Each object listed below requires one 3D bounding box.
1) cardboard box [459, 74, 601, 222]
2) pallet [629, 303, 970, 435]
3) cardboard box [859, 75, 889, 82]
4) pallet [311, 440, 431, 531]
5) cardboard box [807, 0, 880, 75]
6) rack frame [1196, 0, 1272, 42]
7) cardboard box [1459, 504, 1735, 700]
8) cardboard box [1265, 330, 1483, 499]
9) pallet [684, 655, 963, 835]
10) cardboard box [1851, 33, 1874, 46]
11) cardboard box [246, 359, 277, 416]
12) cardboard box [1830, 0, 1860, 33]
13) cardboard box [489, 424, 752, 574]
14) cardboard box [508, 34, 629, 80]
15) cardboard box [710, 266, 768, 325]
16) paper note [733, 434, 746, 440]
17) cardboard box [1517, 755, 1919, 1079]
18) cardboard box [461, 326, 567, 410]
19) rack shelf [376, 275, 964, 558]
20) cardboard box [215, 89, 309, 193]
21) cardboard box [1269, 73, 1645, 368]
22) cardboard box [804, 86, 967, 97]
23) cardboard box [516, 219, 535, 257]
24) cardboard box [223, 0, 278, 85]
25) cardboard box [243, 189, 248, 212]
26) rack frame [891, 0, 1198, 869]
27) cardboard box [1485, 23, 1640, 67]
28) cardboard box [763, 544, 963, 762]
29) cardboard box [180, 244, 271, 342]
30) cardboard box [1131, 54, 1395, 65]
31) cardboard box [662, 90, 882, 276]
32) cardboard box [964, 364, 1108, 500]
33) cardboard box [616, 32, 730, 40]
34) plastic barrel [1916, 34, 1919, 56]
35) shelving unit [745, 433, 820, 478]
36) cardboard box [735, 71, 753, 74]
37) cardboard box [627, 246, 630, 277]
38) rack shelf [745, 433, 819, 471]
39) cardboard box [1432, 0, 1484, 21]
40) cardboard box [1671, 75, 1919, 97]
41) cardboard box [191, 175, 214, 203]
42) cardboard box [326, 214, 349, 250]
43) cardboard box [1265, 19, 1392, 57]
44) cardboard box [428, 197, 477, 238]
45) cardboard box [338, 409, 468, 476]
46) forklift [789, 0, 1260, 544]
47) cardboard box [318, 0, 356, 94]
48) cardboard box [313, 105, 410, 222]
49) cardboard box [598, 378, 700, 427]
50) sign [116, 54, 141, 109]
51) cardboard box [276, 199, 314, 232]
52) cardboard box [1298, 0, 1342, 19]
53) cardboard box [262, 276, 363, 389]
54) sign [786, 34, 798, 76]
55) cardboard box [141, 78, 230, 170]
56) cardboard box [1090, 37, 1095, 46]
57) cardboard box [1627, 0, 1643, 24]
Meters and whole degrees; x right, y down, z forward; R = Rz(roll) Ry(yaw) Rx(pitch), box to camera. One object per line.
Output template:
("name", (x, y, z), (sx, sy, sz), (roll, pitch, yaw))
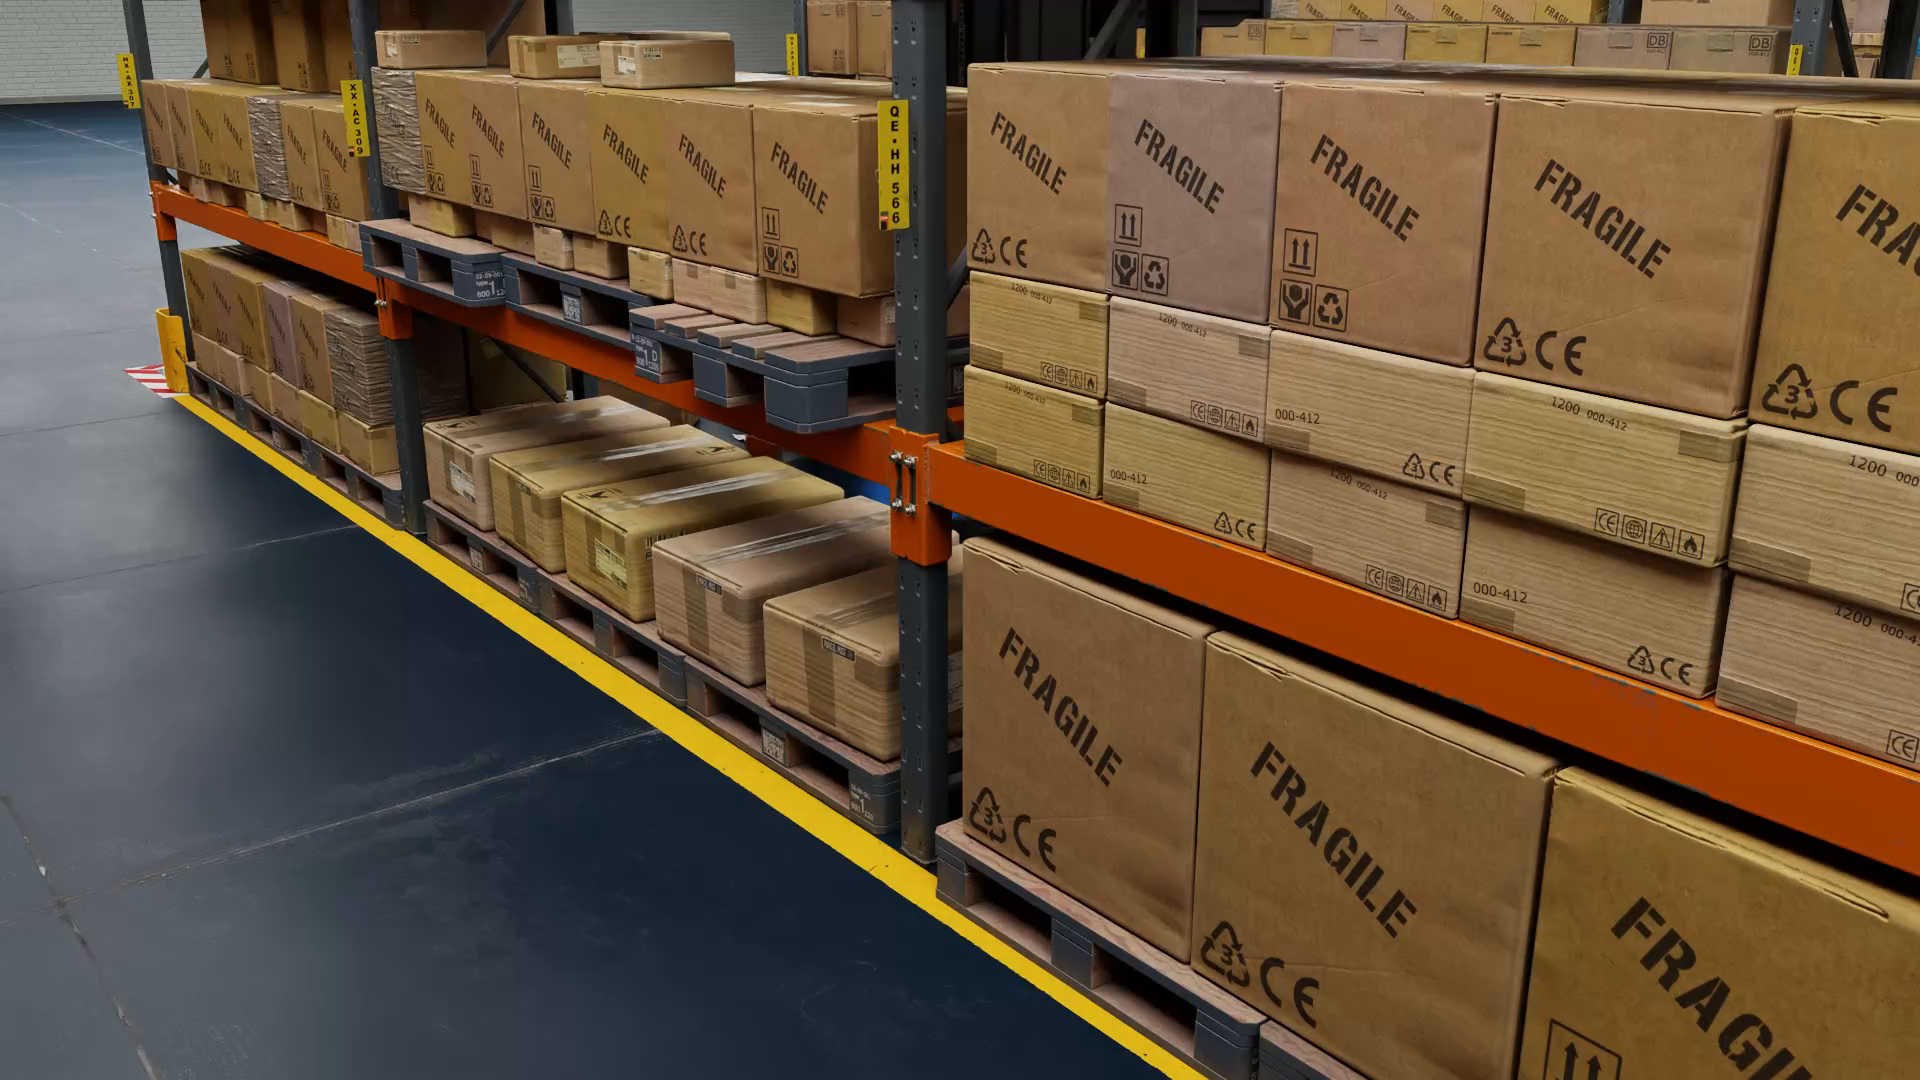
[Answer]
("cardboard box", (-1.558, -1.518, 6.374), (0.500, 0.500, 0.500), (-14, 23, -36))
("pallet", (-0.275, -0.627, 5.290), (1.213, 0.211, 1.003), (-14, 23, -36))
("cardboard box", (-0.274, -3.383, 13.069), (0.875, 0.550, 0.550), (-14, 23, -36))
("pallet", (-2.677, -0.384, 8.686), (1.003, 0.211, 1.213), (-14, 23, -36))
("cardboard box", (-0.698, -4.010, 13.246), (0.875, 0.550, 0.550), (-14, 23, -36))
("rack frame", (1.585, -2.540, 10.761), (1.000, 3.000, 0.127), (-14, 23, -36))
("cardboard box", (1.321, 0.052, 3.172), (0.500, 0.250, 0.500), (-14, 23, -36))
("cardboard box", (0.992, -0.304, 3.451), (0.500, 0.250, 0.500), (-14, 23, -36))
("pallet", (-0.233, 0.568, 5.813), (1.003, 0.211, 1.213), (-14, 23, -36))
("cardboard box", (11.538, -6.364, 21.119), (0.380, 0.149, 0.250), (-15, 23, -38))
("cardboard box", (-3.772, -0.917, 9.565), (0.500, 0.250, 0.500), (-12, 22, -32))
("cardboard box", (11.464, -6.806, 21.420), (0.700, 0.500, 0.500), (-15, 23, -38))
("cardboard box", (-1.456, -0.196, 7.194), (0.950, 0.372, 0.625), (-12, 22, -33))
("cardboard box", (-1.462, -1.812, 6.232), (0.380, 0.149, 0.250), (-12, 22, -33))
("cardboard box", (-0.551, -0.784, 5.188), (0.380, 0.149, 0.250), (-14, 23, -37))
("paper note", (-1.224, -0.603, 9.635), (0.148, 0.019, 0.142), (-14, 23, -36))
("cardboard box", (1.720, 0.873, 3.165), (0.875, 0.875, 0.875), (-13, 22, -35))
("cardboard box", (-2.387, -0.997, 8.615), (0.500, 0.500, 0.500), (-13, 22, -34))
("rack shelf", (-0.990, -0.715, 6.393), (1.077, 0.370, 4.000), (-14, 23, -36))
("cardboard box", (-3.676, -2.176, 9.031), (0.500, 0.500, 0.500), (-15, 23, -37))
("cardboard box", (0.991, -0.665, 3.350), (0.500, 0.500, 0.500), (-13, 22, -35))
("cardboard box", (-0.176, -1.234, 5.518), (0.500, 0.500, 0.500), (-13, 22, -33))
("cardboard box", (-1.474, -1.180, 6.386), (0.380, 0.149, 0.250), (-14, 23, -36))
("cardboard box", (-3.919, -2.988, 9.893), (0.700, 0.500, 0.500), (-14, 23, -36))
("cardboard box", (-3.738, -1.898, 9.221), (0.380, 0.149, 0.250), (-15, 23, -38))
("rack frame", (0.251, -0.563, 4.792), (1.000, 3.000, 0.127), (-14, 23, -36))
("cardboard box", (3.163, -2.439, 8.708), (0.700, 0.500, 0.500), (-14, 23, -37))
("cardboard box", (-0.092, 0.344, 5.565), (0.950, 0.372, 0.625), (-16, 24, -40))
("cardboard box", (-4.416, -1.526, 10.213), (0.500, 0.500, 0.500), (-15, 23, -38))
("cardboard box", (0.777, -1.009, 4.388), (0.500, 0.500, 0.500), (-15, 23, -38))
("cardboard box", (-0.578, -1.134, 5.216), (0.500, 0.500, 0.500), (-14, 23, -37))
("cardboard box", (0.358, -0.322, 4.303), (0.500, 0.250, 0.500), (-14, 23, -37))
("cardboard box", (-1.142, -1.945, 6.632), (0.380, 0.149, 0.250), (-15, 24, -38))
("plastic barrel", (9.421, -4.533, 15.984), (0.600, 0.901, 0.708), (-14, 23, -36))
("shelving unit", (-0.774, -0.359, 7.254), (0.215, 1.050, 0.252), (-19, 25, -36))
("cardboard box", (-1.141, -1.618, 6.676), (0.500, 0.500, 0.500), (-13, 22, -34))
("cardboard box", (-0.940, -0.999, 5.838), (0.380, 0.149, 0.250), (-14, 23, -36))
("rack shelf", (-0.773, -0.349, 7.257), (0.215, 0.259, 0.240), (-19, 25, -36))
("cardboard box", (4.420, -4.450, 14.307), (0.500, 0.500, 0.500), (-14, 23, -36))
("cardboard box", (1.714, -0.634, 3.257), (0.500, 0.500, 0.500), (-14, 23, -37))
("cardboard box", (-4.277, -2.079, 9.769), (0.380, 0.149, 0.250), (-14, 23, -35))
("cardboard box", (-2.831, -1.510, 8.049), (0.380, 0.149, 0.250), (-13, 23, -35))
("cardboard box", (2.219, -2.815, 9.841), (0.700, 0.500, 0.500), (-14, 23, -37))
("cardboard box", (-1.989, -1.368, 6.953), (0.380, 0.149, 0.250), (-13, 23, -35))
("cardboard box", (-2.810, -0.536, 8.416), (0.500, 0.250, 0.500), (-13, 22, -34))
("forklift", (0.648, -1.495, 7.715), (3.031, 2.935, 1.130), (-10, 21, -28))
("cardboard box", (-2.926, -2.622, 8.787), (0.700, 0.500, 0.500), (-15, 23, -37))
("cardboard box", (-2.703, -1.799, 7.890), (0.500, 0.500, 0.500), (-15, 23, -37))
("cardboard box", (-1.831, -0.893, 9.760), (0.500, 0.500, 0.500), (1, 18, 2))
("sign", (-5.141, -2.840, 10.289), (0.100, 0.325, 0.005), (-14, 23, -36))
("cardboard box", (-3.304, -1.699, 8.622), (0.380, 0.149, 0.250), (-14, 23, -37))
("cardboard box", (3.485, -4.819, 15.420), (0.500, 0.500, 0.500), (-14, 23, -36))
("cardboard box", (-3.445, -1.143, 9.055), (0.500, 0.500, 0.500), (-13, 22, -33))
("sign", (-1.337, -3.867, 13.267), (0.100, 0.325, 0.005), (-14, 23, -36))
("cardboard box", (-4.639, -2.552, 10.167), (0.500, 0.500, 0.500), (-14, 23, -37))
("cardboard box", (0.951, -3.334, 11.204), (0.875, 0.550, 0.550), (-14, 23, -36))
("cardboard box", (5.456, -4.307, 13.875), (0.500, 0.500, 0.500), (-14, 23, -36))
